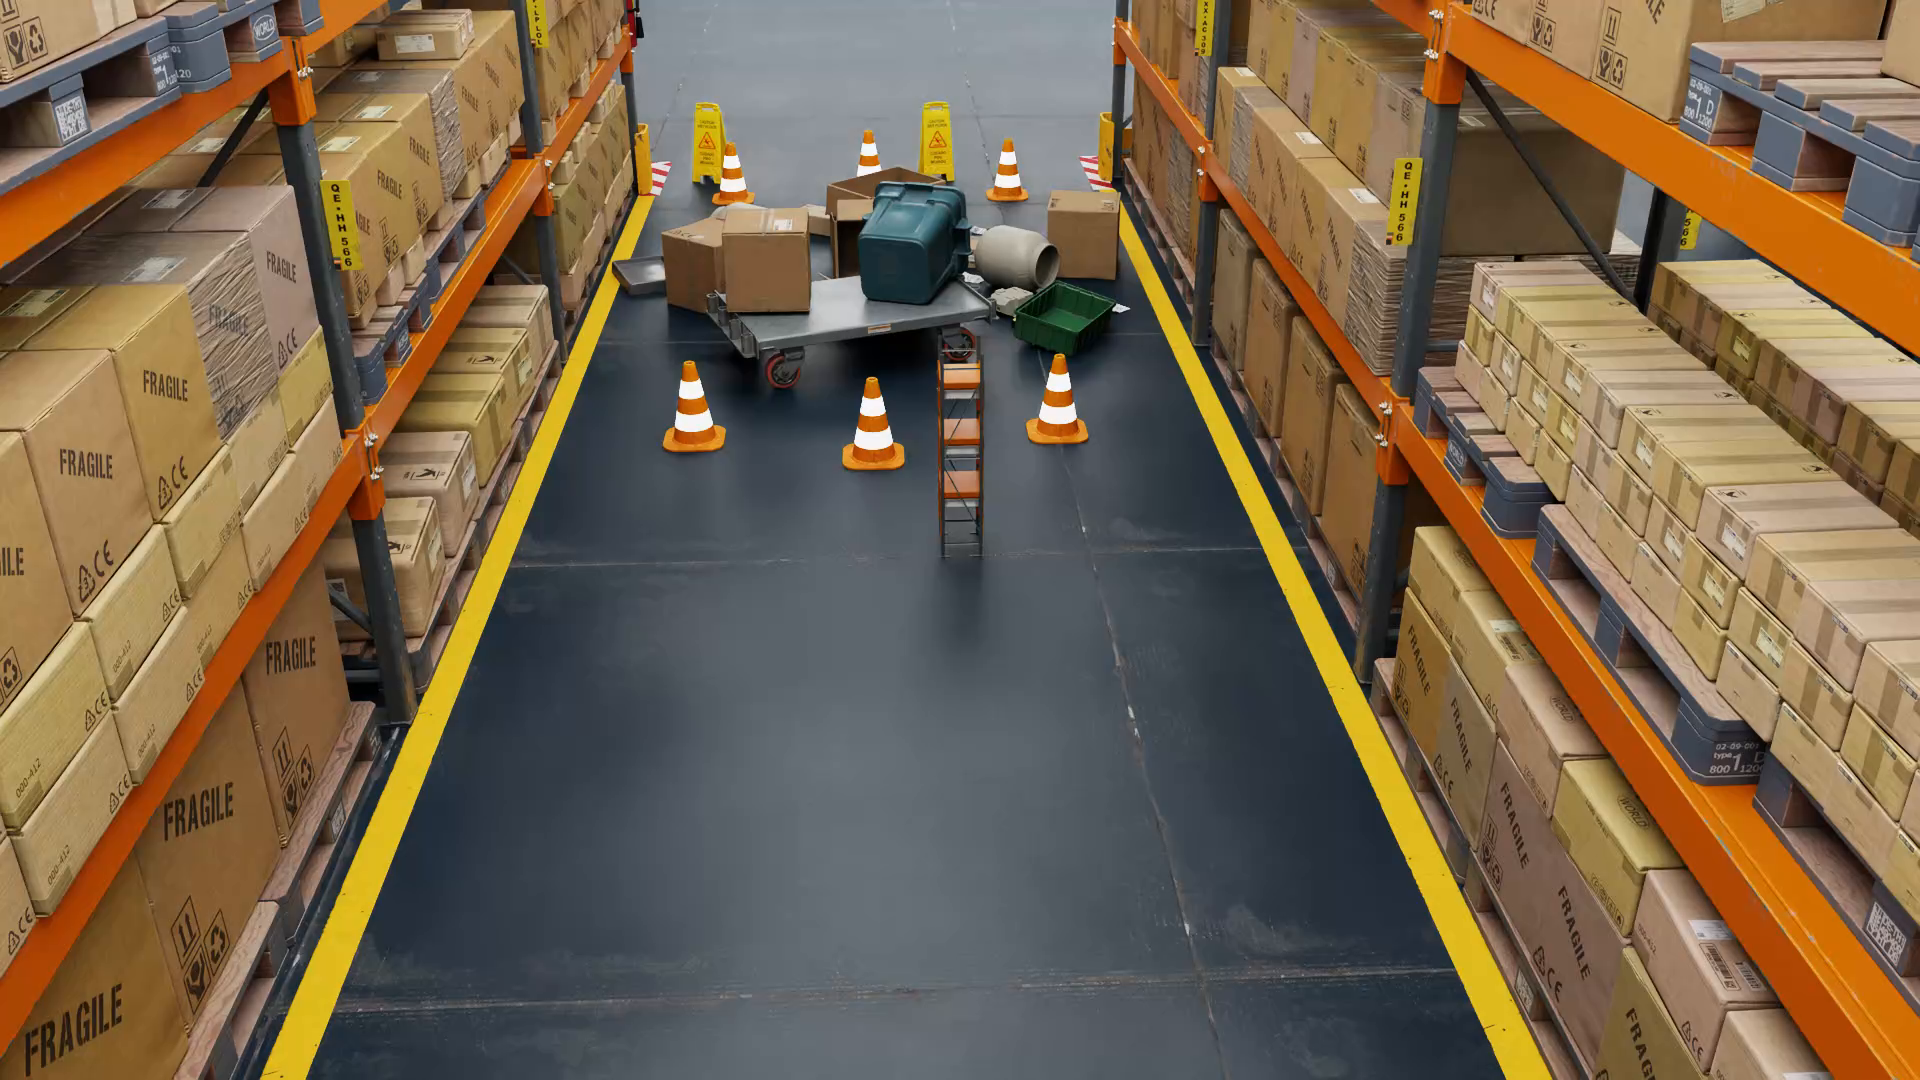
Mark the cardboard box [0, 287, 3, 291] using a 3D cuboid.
[{"bbox_3d":[-2.913,-0.371,4.528,0.500,0.500,0.500,-1,28,-1],"label":"cardboard box"}]

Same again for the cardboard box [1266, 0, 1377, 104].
[{"bbox_3d":[2.048,-2.619,8.839,0.700,0.500,0.500,-2,28,-3],"label":"cardboard box"}]

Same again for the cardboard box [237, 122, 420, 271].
[{"bbox_3d":[-2.569,-1.401,6.809,0.500,0.500,0.500,0,28,0],"label":"cardboard box"}]

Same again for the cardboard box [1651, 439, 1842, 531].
[{"bbox_3d":[2.106,-0.149,4.467,0.380,0.149,0.250,-2,28,-3],"label":"cardboard box"}]

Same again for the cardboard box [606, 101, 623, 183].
[{"bbox_3d":[-2.827,-2.974,12.417,0.500,0.500,0.500,0,28,-1],"label":"cardboard box"}]

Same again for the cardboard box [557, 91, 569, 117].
[{"bbox_3d":[-2.734,-2.826,10.697,0.380,0.149,0.250,-1,28,-1],"label":"cardboard box"}]

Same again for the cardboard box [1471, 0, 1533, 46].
[{"bbox_3d":[1.960,-1.855,5.211,0.500,0.500,0.500,-1,28,-3],"label":"cardboard box"}]

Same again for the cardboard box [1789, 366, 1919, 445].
[{"bbox_3d":[2.728,-0.403,4.952,0.380,0.149,0.250,-1,28,-3],"label":"cardboard box"}]

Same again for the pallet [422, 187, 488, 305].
[{"bbox_3d":[-2.886,-1.413,7.923,1.003,0.211,1.213,-1,28,-3],"label":"pallet"}]

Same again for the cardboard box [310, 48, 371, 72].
[{"bbox_3d":[-3.174,-2.111,8.170,0.500,0.500,0.500,-2,28,-3],"label":"cardboard box"}]

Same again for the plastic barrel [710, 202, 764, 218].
[{"bbox_3d":[-1.540,-2.220,12.048,0.512,0.421,0.421,19,33,32],"label":"plastic barrel"}]

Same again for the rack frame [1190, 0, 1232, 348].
[{"bbox_3d":[1.987,-2.598,9.988,1.000,3.000,0.127,-1,28,-3],"label":"rack frame"}]

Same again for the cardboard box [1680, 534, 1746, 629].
[{"bbox_3d":[2.114,0.102,4.307,0.380,0.149,0.250,-1,28,-2],"label":"cardboard box"}]

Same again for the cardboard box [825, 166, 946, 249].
[{"bbox_3d":[-0.540,-2.422,12.350,0.797,0.503,0.637,-23,35,-37],"label":"cardboard box"}]

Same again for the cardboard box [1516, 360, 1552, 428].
[{"bbox_3d":[2.054,-0.481,5.425,0.380,0.149,0.250,-2,28,-4],"label":"cardboard box"}]

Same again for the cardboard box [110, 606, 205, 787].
[{"bbox_3d":[-2.349,0.412,4.378,0.500,0.250,0.500,-2,28,-3],"label":"cardboard box"}]

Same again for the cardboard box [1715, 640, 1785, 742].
[{"bbox_3d":[2.128,0.364,4.127,0.380,0.149,0.250,-3,28,-5],"label":"cardboard box"}]

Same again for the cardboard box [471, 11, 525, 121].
[{"bbox_3d":[-2.698,-2.587,9.082,0.500,0.500,0.500,-2,28,-4],"label":"cardboard box"}]

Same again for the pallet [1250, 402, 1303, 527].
[{"bbox_3d":[2.169,-0.443,8.870,1.003,0.211,1.213,-1,28,-3],"label":"pallet"}]

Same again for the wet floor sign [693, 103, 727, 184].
[{"bbox_3d":[-2.101,-3.349,13.973,0.267,0.644,0.232,8,29,15],"label":"wet floor sign"}]

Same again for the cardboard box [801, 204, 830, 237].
[{"bbox_3d":[-1.074,-2.459,12.804,0.380,0.149,0.250,13,30,24],"label":"cardboard box"}]

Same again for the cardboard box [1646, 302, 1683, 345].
[{"bbox_3d":[2.676,-0.741,5.922,0.380,0.149,0.250,-1,28,-2],"label":"cardboard box"}]

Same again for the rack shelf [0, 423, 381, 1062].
[{"bbox_3d":[-2.638,0.658,4.523,1.077,0.370,4.000,-1,28,-3],"label":"rack shelf"}]

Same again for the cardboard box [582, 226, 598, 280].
[{"bbox_3d":[-2.751,-1.924,11.215,0.500,0.250,0.500,0,28,0],"label":"cardboard box"}]

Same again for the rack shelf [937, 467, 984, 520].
[{"bbox_3d":[0.003,-0.185,8.093,0.215,0.259,0.240,-1,28,-3],"label":"rack shelf"}]

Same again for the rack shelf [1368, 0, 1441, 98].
[{"bbox_3d":[2.092,-2.686,7.690,1.077,0.370,4.000,-1,28,-3],"label":"rack shelf"}]

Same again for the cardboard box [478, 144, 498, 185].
[{"bbox_3d":[-2.586,-1.918,8.501,0.380,0.149,0.250,-1,28,-2],"label":"cardboard box"}]

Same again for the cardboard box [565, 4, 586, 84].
[{"bbox_3d":[-2.758,-3.282,10.868,0.500,0.500,0.500,-2,28,-3],"label":"cardboard box"}]

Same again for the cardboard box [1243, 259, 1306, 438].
[{"bbox_3d":[2.156,-1.057,9.011,1.050,0.750,0.750,-1,28,-3],"label":"cardboard box"}]

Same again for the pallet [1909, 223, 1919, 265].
[{"bbox_3d":[2.479,-0.438,2.806,1.213,0.211,1.003,-1,28,-3],"label":"pallet"}]

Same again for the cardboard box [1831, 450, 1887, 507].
[{"bbox_3d":[2.746,-0.145,4.780,0.380,0.149,0.250,-1,28,-1],"label":"cardboard box"}]

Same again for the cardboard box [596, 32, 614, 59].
[{"bbox_3d":[-2.767,-3.649,12.274,0.380,0.149,0.250,-1,28,-2],"label":"cardboard box"}]

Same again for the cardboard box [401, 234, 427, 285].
[{"bbox_3d":[-2.517,-1.201,7.126,0.380,0.149,0.250,-1,28,-2],"label":"cardboard box"}]

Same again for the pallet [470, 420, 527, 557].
[{"bbox_3d":[-2.842,-0.271,8.542,1.003,0.211,1.213,-1,28,-3],"label":"pallet"}]

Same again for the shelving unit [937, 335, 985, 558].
[{"bbox_3d":[0.003,-0.441,7.960,0.215,1.050,0.252,-1,28,-3],"label":"shelving unit"}]

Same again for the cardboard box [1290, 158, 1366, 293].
[{"bbox_3d":[1.854,-1.458,7.694,0.500,0.500,0.500,-2,28,-4],"label":"cardboard box"}]

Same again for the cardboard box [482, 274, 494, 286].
[{"bbox_3d":[-3.250,-1.666,10.719,0.500,0.250,0.500,0,28,0],"label":"cardboard box"}]

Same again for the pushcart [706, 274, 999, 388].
[{"bbox_3d":[-0.677,-1.347,10.426,1.648,0.377,0.936,-11,30,-20],"label":"pushcart"}]

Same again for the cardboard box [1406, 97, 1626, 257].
[{"bbox_3d":[2.182,-1.446,6.590,0.700,0.500,0.500,-2,28,-3],"label":"cardboard box"}]

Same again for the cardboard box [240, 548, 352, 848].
[{"bbox_3d":[-2.789,0.492,5.906,0.875,0.875,0.875,-2,28,-3],"label":"cardboard box"}]

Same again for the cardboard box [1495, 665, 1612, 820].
[{"bbox_3d":[2.030,0.626,5.244,0.500,0.250,0.500,-1,28,-2],"label":"cardboard box"}]

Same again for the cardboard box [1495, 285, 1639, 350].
[{"bbox_3d":[2.043,-0.747,5.614,0.380,0.149,0.250,-2,28,-4],"label":"cardboard box"}]

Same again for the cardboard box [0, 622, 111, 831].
[{"bbox_3d":[-2.330,0.424,3.816,0.500,0.250,0.500,-1,28,-2],"label":"cardboard box"}]

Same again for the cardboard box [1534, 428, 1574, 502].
[{"bbox_3d":[2.062,-0.241,5.286,0.380,0.149,0.250,0,28,0],"label":"cardboard box"}]

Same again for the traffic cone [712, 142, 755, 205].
[{"bbox_3d":[-1.849,-2.987,13.477,0.336,0.463,0.334,-1,28,-3],"label":"traffic cone"}]

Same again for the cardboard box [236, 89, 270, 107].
[{"bbox_3d":[-3.109,-1.984,7.224,0.380,0.149,0.250,-3,28,-5],"label":"cardboard box"}]

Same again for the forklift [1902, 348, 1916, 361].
[{"bbox_3d":[4.743,-1.025,7.046,1.130,2.935,3.031,-1,28,-2],"label":"forklift"}]

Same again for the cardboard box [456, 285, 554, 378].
[{"bbox_3d":[-2.921,-1.211,9.716,0.950,0.372,0.625,-1,28,-2],"label":"cardboard box"}]

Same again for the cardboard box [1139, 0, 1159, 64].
[{"bbox_3d":[1.797,-3.827,12.181,0.875,0.550,0.550,-1,28,-3],"label":"cardboard box"}]

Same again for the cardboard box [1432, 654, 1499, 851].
[{"bbox_3d":[2.008,0.736,5.844,0.500,0.500,0.500,-1,28,-2],"label":"cardboard box"}]

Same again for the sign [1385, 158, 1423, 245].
[{"bbox_3d":[1.642,-1.249,6.150,0.100,0.325,0.005,-1,28,-3],"label":"sign"}]

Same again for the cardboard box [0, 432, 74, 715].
[{"bbox_3d":[-2.347,0.099,3.628,0.500,0.500,0.500,-2,28,-4],"label":"cardboard box"}]

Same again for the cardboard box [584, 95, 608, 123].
[{"bbox_3d":[-2.749,-3.097,11.951,0.380,0.149,0.250,0,28,0],"label":"cardboard box"}]

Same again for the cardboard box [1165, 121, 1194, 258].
[{"bbox_3d":[1.973,-2.551,11.740,0.875,0.875,0.875,-1,28,-2],"label":"cardboard box"}]

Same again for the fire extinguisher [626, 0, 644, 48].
[{"bbox_3d":[-2.706,-4.309,13.352,0.296,0.674,0.183,-1,28,-3],"label":"fire extinguisher"}]

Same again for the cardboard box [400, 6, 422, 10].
[{"bbox_3d":[-3.256,-3.045,10.415,0.500,0.500,0.500,0,28,-1],"label":"cardboard box"}]

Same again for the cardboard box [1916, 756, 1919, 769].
[{"bbox_3d":[2.174,0.453,3.312,0.380,0.149,0.250,-2,28,-4],"label":"cardboard box"}]

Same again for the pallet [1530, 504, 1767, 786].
[{"bbox_3d":[2.340,0.247,4.740,1.003,0.211,1.213,-1,28,-3],"label":"pallet"}]
